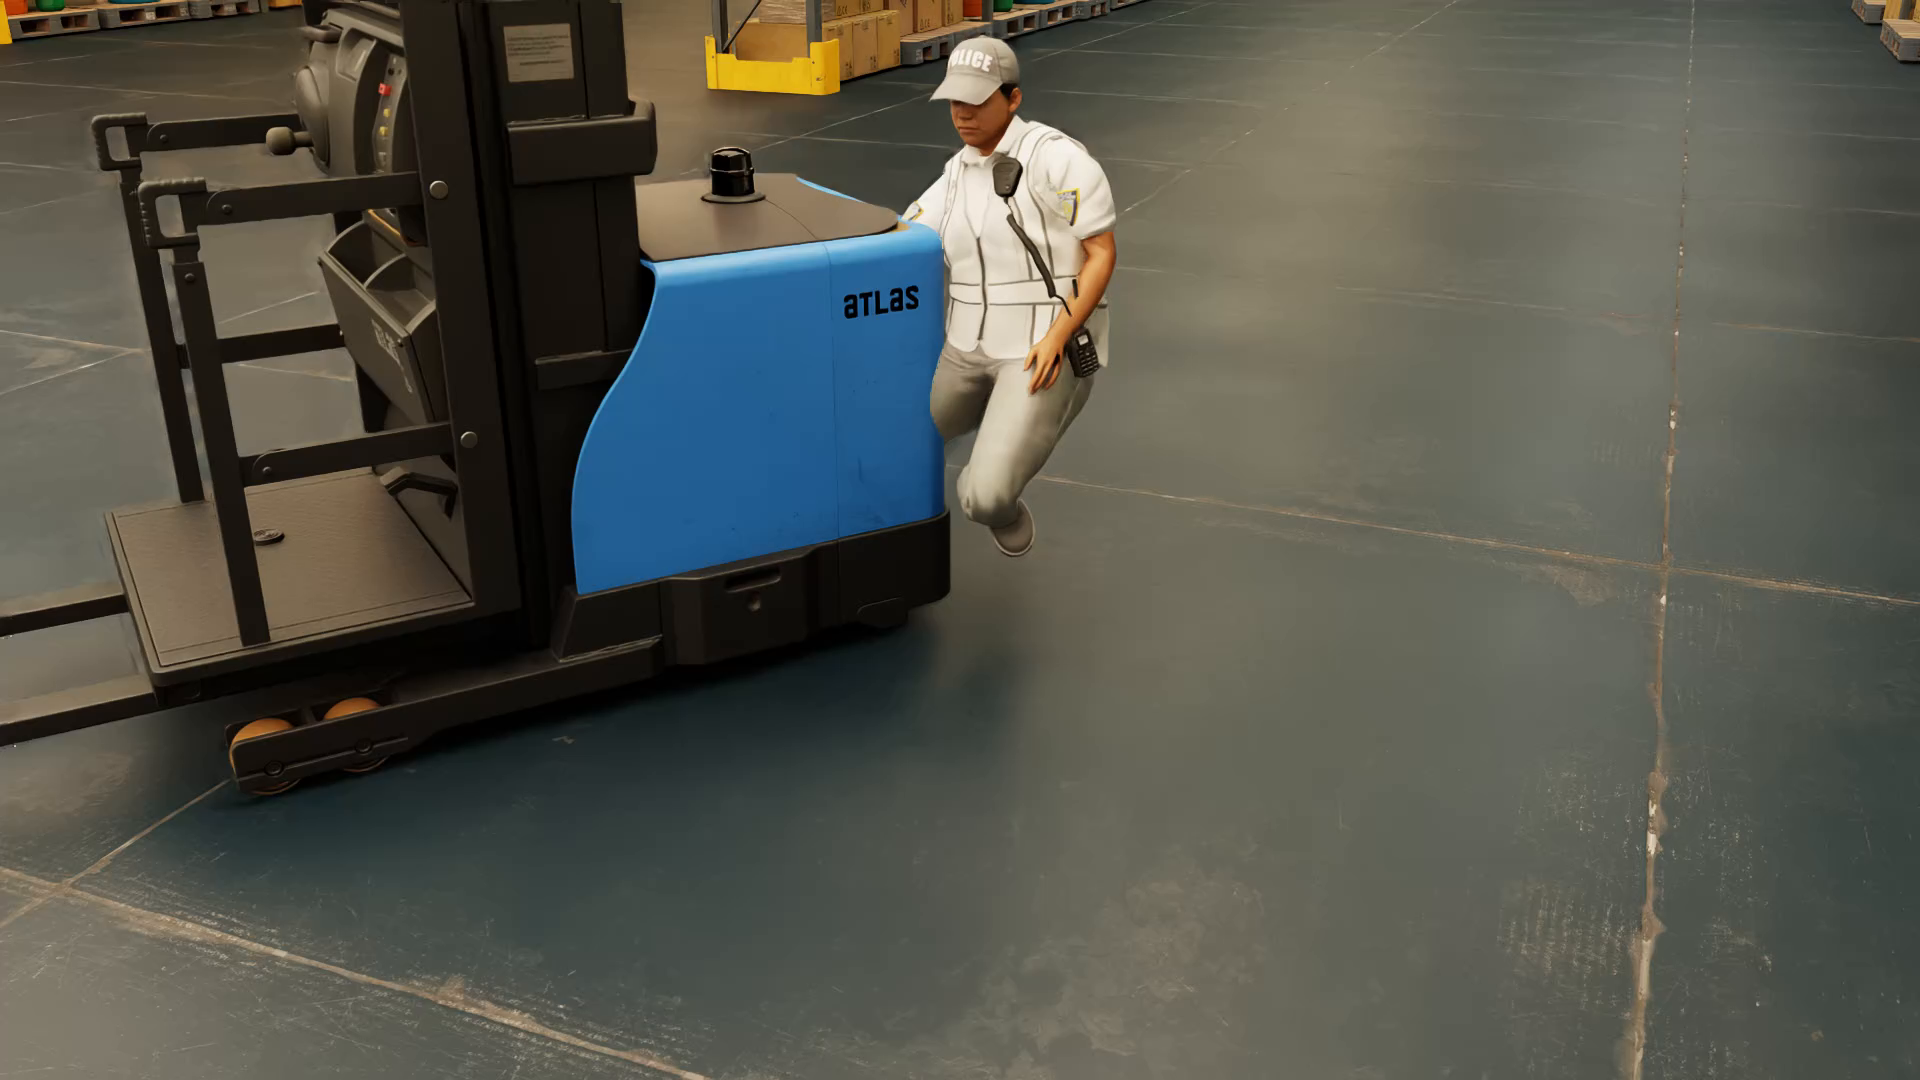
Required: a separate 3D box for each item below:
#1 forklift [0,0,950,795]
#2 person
[{"bbox_3d":[-1.559,-1.014,3.719,3.031,2.935,1.130,-13,26,-28],"label":"forklift"},{"bbox_3d":[-0.045,-0.486,4.268,0.749,1.532,0.666,19,30,39],"label":"person"}]
